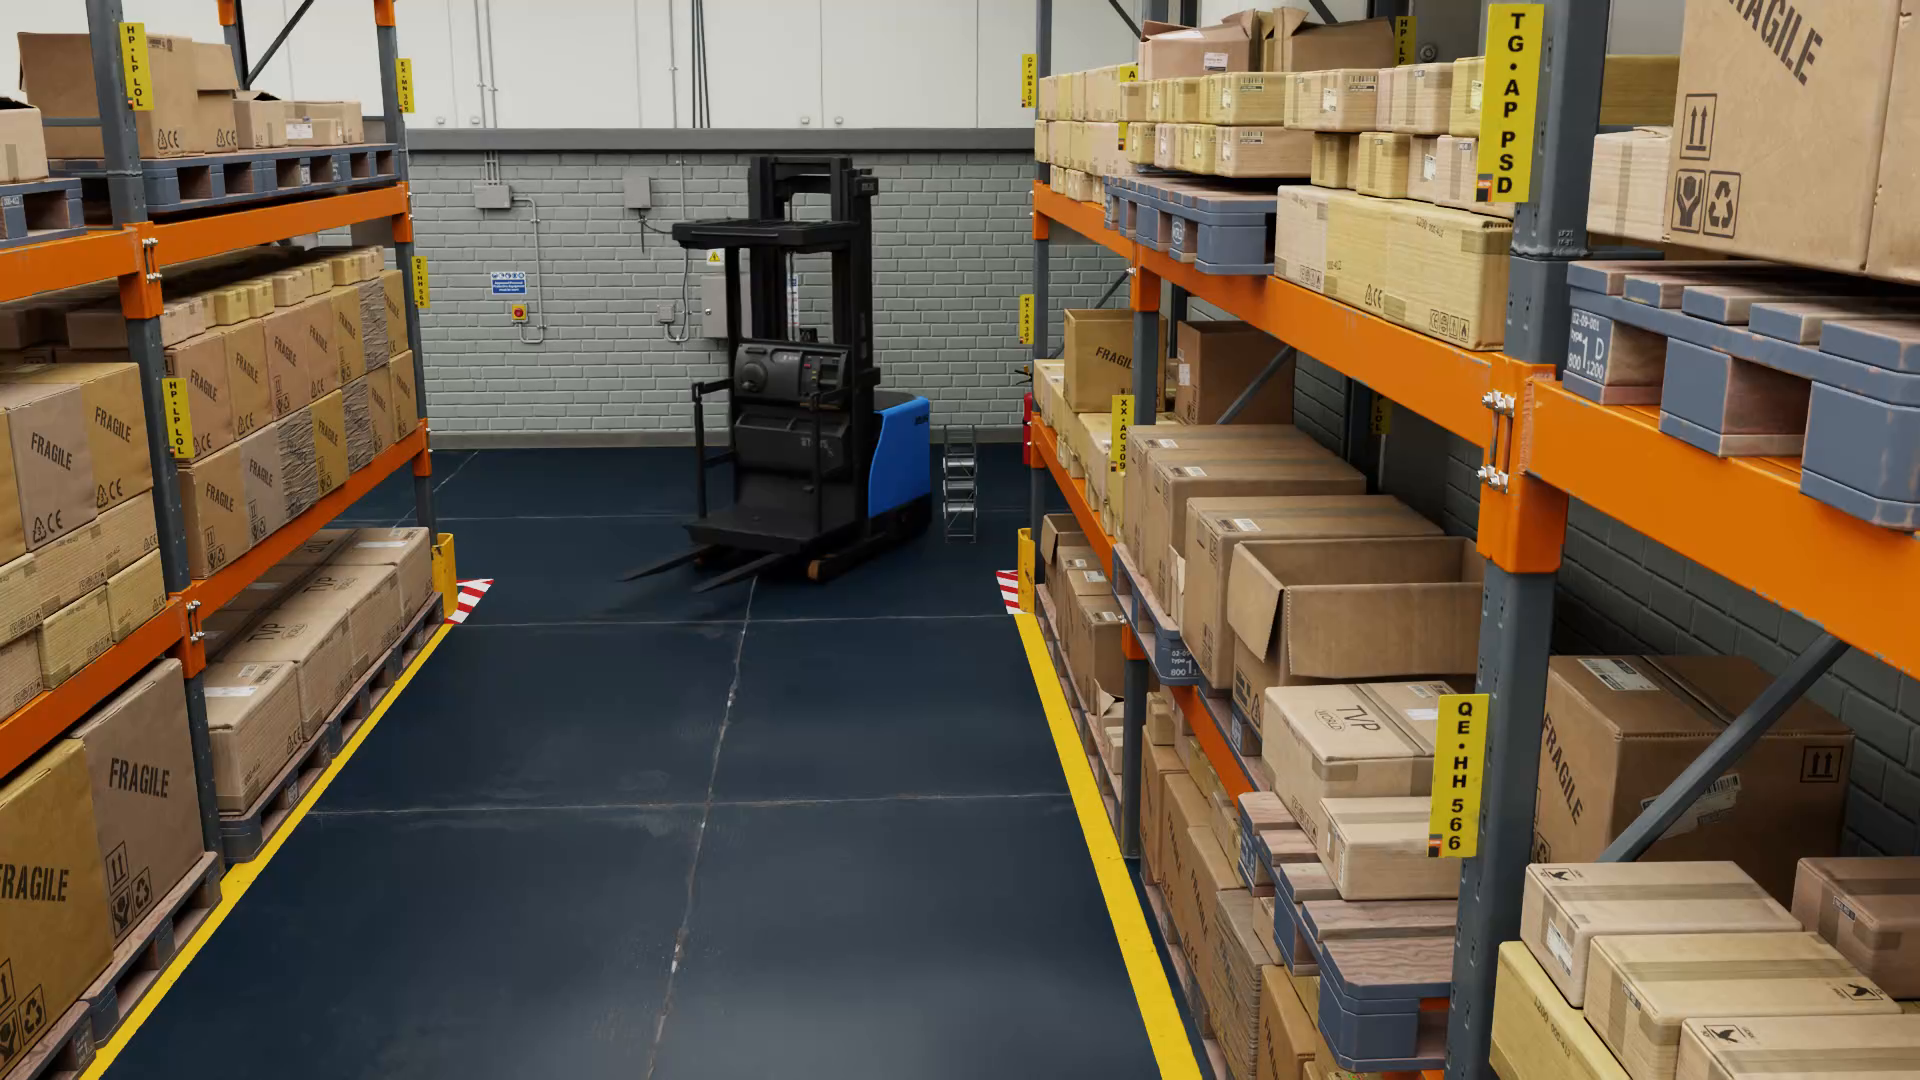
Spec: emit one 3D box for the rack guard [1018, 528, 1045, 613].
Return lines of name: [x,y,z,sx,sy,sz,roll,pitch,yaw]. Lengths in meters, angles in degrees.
rack guard: [0.986,0.196,11.263,1.175,0.500,0.348,-1,14,-3]

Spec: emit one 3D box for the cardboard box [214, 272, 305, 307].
cardboard box: [-3.561,-1.270,8.433,0.380,0.149,0.250,-1,14,-3]

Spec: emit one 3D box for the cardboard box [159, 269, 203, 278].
cardboard box: [-4.173,-1.324,8.645,0.380,0.149,0.250,-1,14,-5]

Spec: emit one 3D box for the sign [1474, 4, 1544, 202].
sign: [0.936,-0.740,2.824,0.100,0.325,0.005,-1,14,-3]

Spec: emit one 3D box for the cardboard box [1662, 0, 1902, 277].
cardboard box: [1.279,-0.613,2.127,0.500,0.500,0.500,-1,14,-3]

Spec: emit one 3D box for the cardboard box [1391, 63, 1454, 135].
cardboard box: [1.183,-0.975,3.680,0.380,0.149,0.250,-1,14,-5]

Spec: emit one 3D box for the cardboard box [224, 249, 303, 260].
cardboard box: [-4.139,-1.647,9.897,0.380,0.149,0.250,-1,14,-2]

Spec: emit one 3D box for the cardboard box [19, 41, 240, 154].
cardboard box: [-3.840,-2.051,7.708,0.797,0.503,0.637,0,14,1]

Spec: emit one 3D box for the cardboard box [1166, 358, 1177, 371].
cardboard box: [1.275,-0.995,10.578,0.500,0.250,0.500,0,14,-2]

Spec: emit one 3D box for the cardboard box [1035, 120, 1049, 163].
cardboard box: [0.736,-2.443,10.188,0.500,0.250,0.500,-1,14,-4]

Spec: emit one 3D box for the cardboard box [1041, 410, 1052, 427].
cardboard box: [0.728,-0.826,10.722,0.380,0.149,0.250,-1,14,-4]

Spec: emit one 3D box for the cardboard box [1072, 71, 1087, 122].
cardboard box: [0.858,-2.308,8.657,0.500,0.250,0.500,0,14,-2]

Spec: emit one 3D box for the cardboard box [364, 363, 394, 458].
cardboard box: [-3.662,-0.764,9.775,0.500,0.500,0.500,-1,14,-5]

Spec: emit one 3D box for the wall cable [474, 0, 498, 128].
wall cable: [-4.606,-5.272,15.458,0.463,3.000,0.029,-1,14,-3]

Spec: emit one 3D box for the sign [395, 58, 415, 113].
sign: [-3.430,-2.804,10.269,0.100,0.325,0.005,-1,14,-3]

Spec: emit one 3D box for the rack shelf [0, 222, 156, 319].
rack shelf: [-3.601,-0.568,4.640,1.077,0.370,4.000,-1,14,-3]

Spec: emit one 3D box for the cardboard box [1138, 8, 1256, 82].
cardboard box: [0.900,-1.886,6.351,0.396,0.266,0.258,-1,14,-4]

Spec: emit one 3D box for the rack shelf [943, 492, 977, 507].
rack shelf: [-0.001,-0.318,12.953,0.258,0.077,0.200,-1,14,-3]

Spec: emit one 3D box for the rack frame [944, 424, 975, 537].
rack frame: [-0.007,-0.463,13.020,0.240,0.900,0.006,-1,14,-3]

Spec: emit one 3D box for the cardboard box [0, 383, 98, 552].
cardboard box: [-3.407,-0.258,5.804,0.500,0.500,0.500,-1,14,-2]

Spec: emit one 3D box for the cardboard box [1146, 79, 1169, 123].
cardboard box: [0.871,-1.556,5.898,0.380,0.149,0.250,-1,14,-4]

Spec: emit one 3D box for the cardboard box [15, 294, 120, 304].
cardboard box: [-3.975,-1.009,7.421,0.380,0.149,0.250,-1,14,-3]

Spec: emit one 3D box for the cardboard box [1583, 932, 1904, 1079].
cardboard box: [1.221,0.743,2.615,0.380,0.149,0.250,-1,14,-2]

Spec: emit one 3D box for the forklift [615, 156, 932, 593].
forklift: [-1.331,-1.239,11.960,1.130,2.935,3.031,7,16,26]

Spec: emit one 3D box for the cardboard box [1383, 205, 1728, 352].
cardboard box: [1.203,-0.548,3.419,0.500,0.250,0.500,-1,14,-5]

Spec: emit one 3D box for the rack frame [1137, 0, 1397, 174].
rack frame: [1.229,-2.945,6.411,1.000,3.000,0.127,-1,14,-3]

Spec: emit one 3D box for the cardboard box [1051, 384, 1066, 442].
cardboard box: [0.807,-0.737,9.575,0.500,0.250,0.500,-1,14,-4]

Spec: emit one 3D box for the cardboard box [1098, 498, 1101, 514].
cardboard box: [0.890,-0.187,8.238,0.380,0.149,0.250,-1,14,-2]

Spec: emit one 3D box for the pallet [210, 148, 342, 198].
pallet: [-3.837,-1.878,8.463,1.003,0.211,1.213,-1,14,-3]

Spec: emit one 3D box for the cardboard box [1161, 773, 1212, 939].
cardboard box: [1.078,1.224,6.423,0.500,0.500,0.500,-1,14,-4]

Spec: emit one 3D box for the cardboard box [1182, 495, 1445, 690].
cardboard box: [1.117,0.157,5.354,0.700,0.500,0.500,-1,14,-4]

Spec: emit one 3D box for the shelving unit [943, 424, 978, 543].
shelving unit: [-0.001,-0.438,12.922,0.258,0.900,0.210,-1,14,-3]

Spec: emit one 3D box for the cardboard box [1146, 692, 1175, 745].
cardboard box: [0.986,0.747,6.974,0.380,0.149,0.250,0,14,-1]

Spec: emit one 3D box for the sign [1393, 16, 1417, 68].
sign: [1.783,-1.942,6.708,0.100,0.325,0.005,-1,14,-3]

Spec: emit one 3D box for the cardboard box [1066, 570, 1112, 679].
cardboard box: [0.872,0.473,9.342,0.500,0.500,0.500,-1,14,-2]

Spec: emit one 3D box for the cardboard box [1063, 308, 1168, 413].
cardboard box: [0.834,-0.979,9.009,0.500,0.500,0.500,-1,14,-2]

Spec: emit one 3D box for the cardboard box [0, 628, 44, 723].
cardboard box: [-3.402,0.471,5.476,0.500,0.250,0.500,-1,14,-5]

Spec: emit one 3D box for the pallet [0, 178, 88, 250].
pallet: [-3.618,-1.094,5.624,0.805,0.209,1.217,-1,15,-6]

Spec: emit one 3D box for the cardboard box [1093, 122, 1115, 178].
cardboard box: [0.907,-1.808,7.720,0.500,0.250,0.500,-1,14,-5]

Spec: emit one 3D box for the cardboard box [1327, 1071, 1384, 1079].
cardboard box: [1.146,1.462,4.195,0.380,0.149,0.250,-2,15,-6]

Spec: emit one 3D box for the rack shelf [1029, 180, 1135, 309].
rack shelf: [1.106,-1.641,8.808,1.077,0.370,4.000,-1,14,-3]

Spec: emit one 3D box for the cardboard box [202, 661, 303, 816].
cardboard box: [-3.656,0.918,7.738,0.875,0.438,0.875,-1,14,-4]

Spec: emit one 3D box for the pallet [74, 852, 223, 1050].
pallet: [-3.601,1.580,6.464,1.003,0.211,1.213,-1,14,-3]

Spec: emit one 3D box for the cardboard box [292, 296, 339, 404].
cardboard box: [-3.586,-0.995,8.667,0.500,0.500,0.500,-1,14,-4]

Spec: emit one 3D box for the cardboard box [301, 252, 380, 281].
cardboard box: [-3.610,-1.591,9.683,0.380,0.149,0.250,-1,14,-4]

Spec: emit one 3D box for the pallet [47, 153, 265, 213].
pallet: [-3.765,-1.575,7.286,1.003,0.211,1.213,-1,14,-3]

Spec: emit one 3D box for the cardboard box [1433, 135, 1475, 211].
cardboard box: [1.219,-0.767,3.468,0.380,0.149,0.250,-1,14,-5]

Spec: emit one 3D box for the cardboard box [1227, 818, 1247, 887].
cardboard box: [1.130,1.071,5.716,0.380,0.149,0.250,0,14,-1]

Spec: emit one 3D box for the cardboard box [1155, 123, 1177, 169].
cardboard box: [0.876,-1.351,5.698,0.380,0.149,0.250,-1,14,-3]

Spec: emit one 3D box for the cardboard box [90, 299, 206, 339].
cardboard box: [-3.517,-0.954,7.207,0.380,0.149,0.250,-1,14,-3]

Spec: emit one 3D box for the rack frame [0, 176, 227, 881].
rack frame: [-3.724,0.038,6.857,1.000,3.000,0.127,-1,14,-3]

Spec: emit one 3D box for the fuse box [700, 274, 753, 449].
fuse box: [-2.239,-1.731,16.318,0.539,1.711,0.414,-1,14,-3]

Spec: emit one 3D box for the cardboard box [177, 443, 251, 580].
cardboard box: [-3.492,-0.131,7.314,0.500,0.500,0.500,0,14,-2]

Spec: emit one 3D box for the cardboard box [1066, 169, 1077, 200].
cardboard box: [0.767,-1.899,8.873,0.380,0.149,0.250,-1,14,-3]
